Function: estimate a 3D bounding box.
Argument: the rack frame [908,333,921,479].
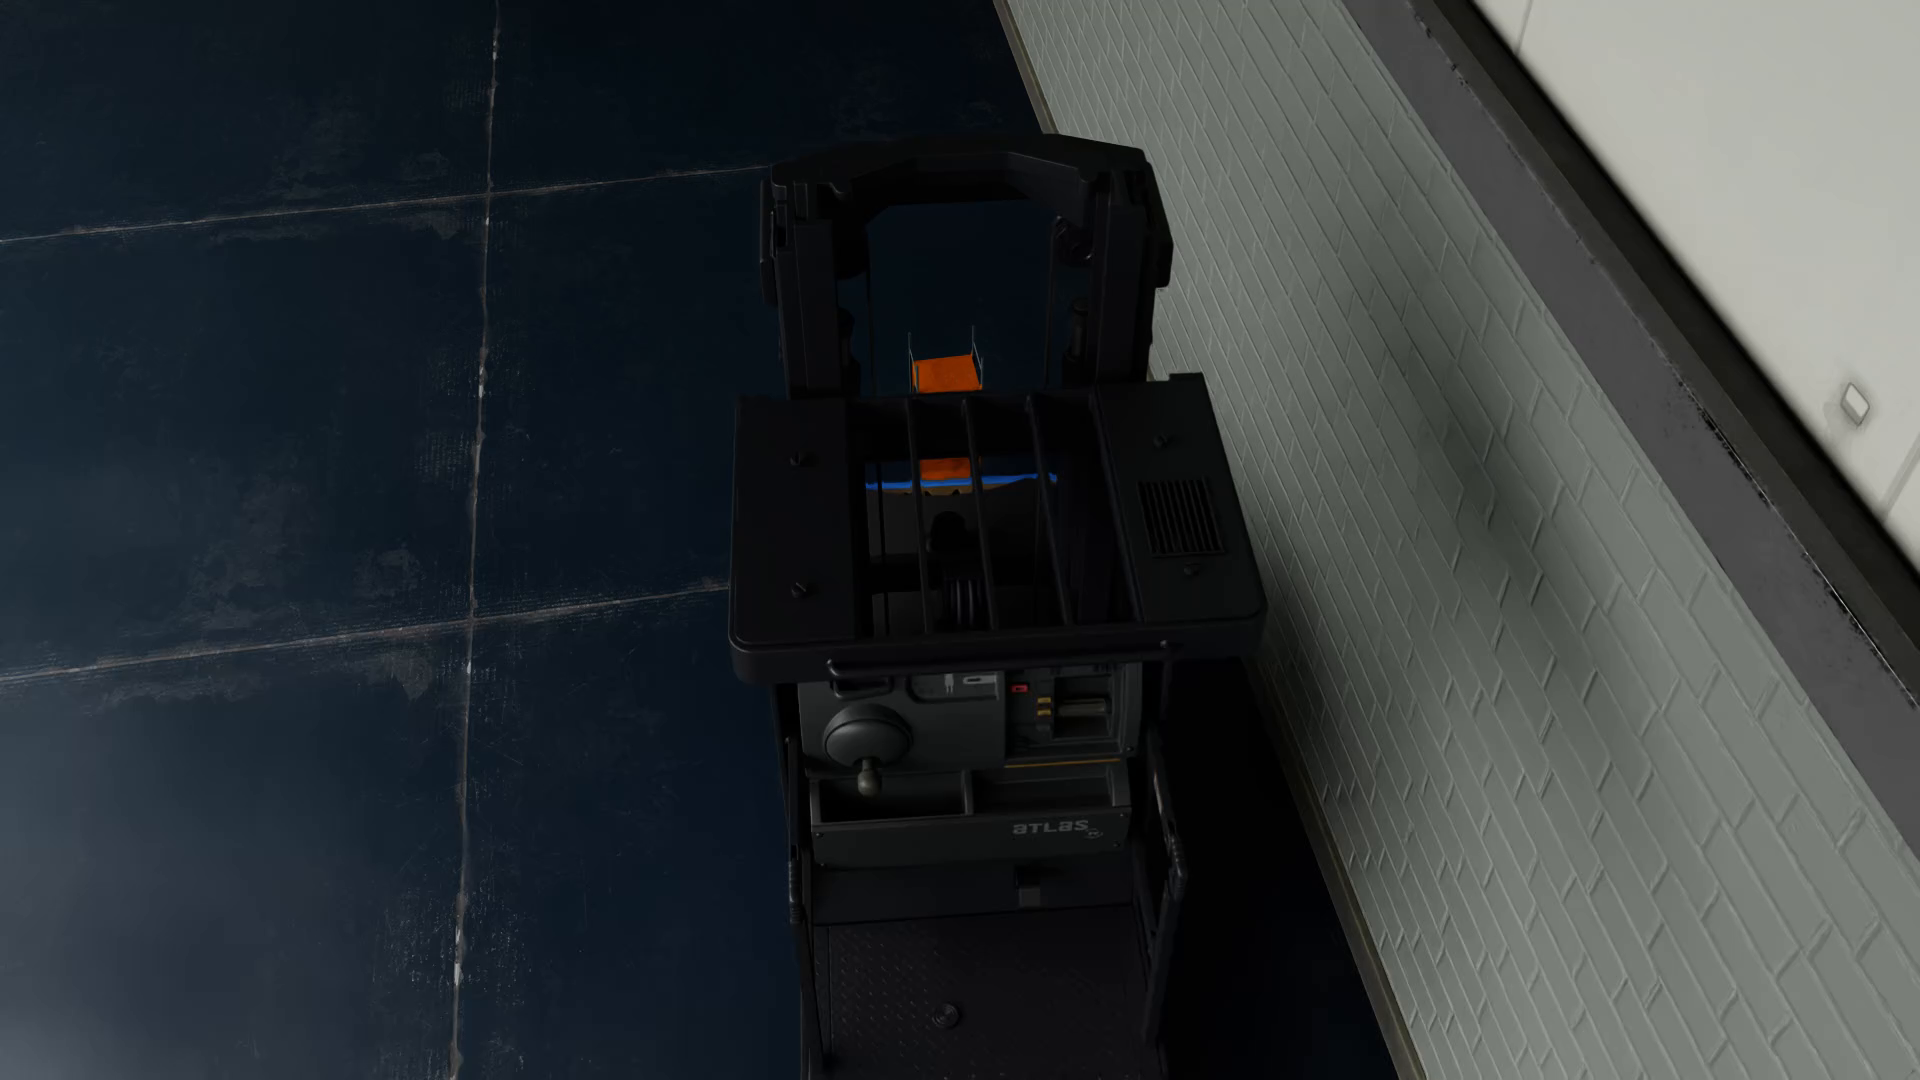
[{"bbox_3d":[-0.173,-0.343,6.544,0.008,1.050,0.200,-7,46,-7],"label":"rack frame"}]

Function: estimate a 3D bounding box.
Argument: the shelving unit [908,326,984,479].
[{"bbox_3d":[-0.053,-0.358,6.559,0.252,1.050,0.215,-7,46,-7],"label":"shelving unit"}]

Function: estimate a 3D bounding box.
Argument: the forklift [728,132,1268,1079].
[{"bbox_3d":[0.049,0.572,4.356,1.130,2.935,3.031,-3,46,-3],"label":"forklift"}]

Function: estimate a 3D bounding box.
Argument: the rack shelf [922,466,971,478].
[{"bbox_3d":[-0.053,-0.158,6.767,0.240,0.259,0.215,-7,46,-7],"label":"rack shelf"}]

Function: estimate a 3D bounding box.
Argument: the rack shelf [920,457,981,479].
[{"bbox_3d":[-0.053,-0.350,6.566,0.240,0.259,0.215,-7,46,-7],"label":"rack shelf"}]

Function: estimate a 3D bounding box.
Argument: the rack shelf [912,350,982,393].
[{"bbox_3d":[-0.053,-0.547,6.362,0.240,0.259,0.215,-7,46,-7],"label":"rack shelf"}]

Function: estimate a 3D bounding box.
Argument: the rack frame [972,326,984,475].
[{"bbox_3d":[0.067,-0.373,6.573,0.008,1.050,0.200,-7,46,-7],"label":"rack frame"}]
